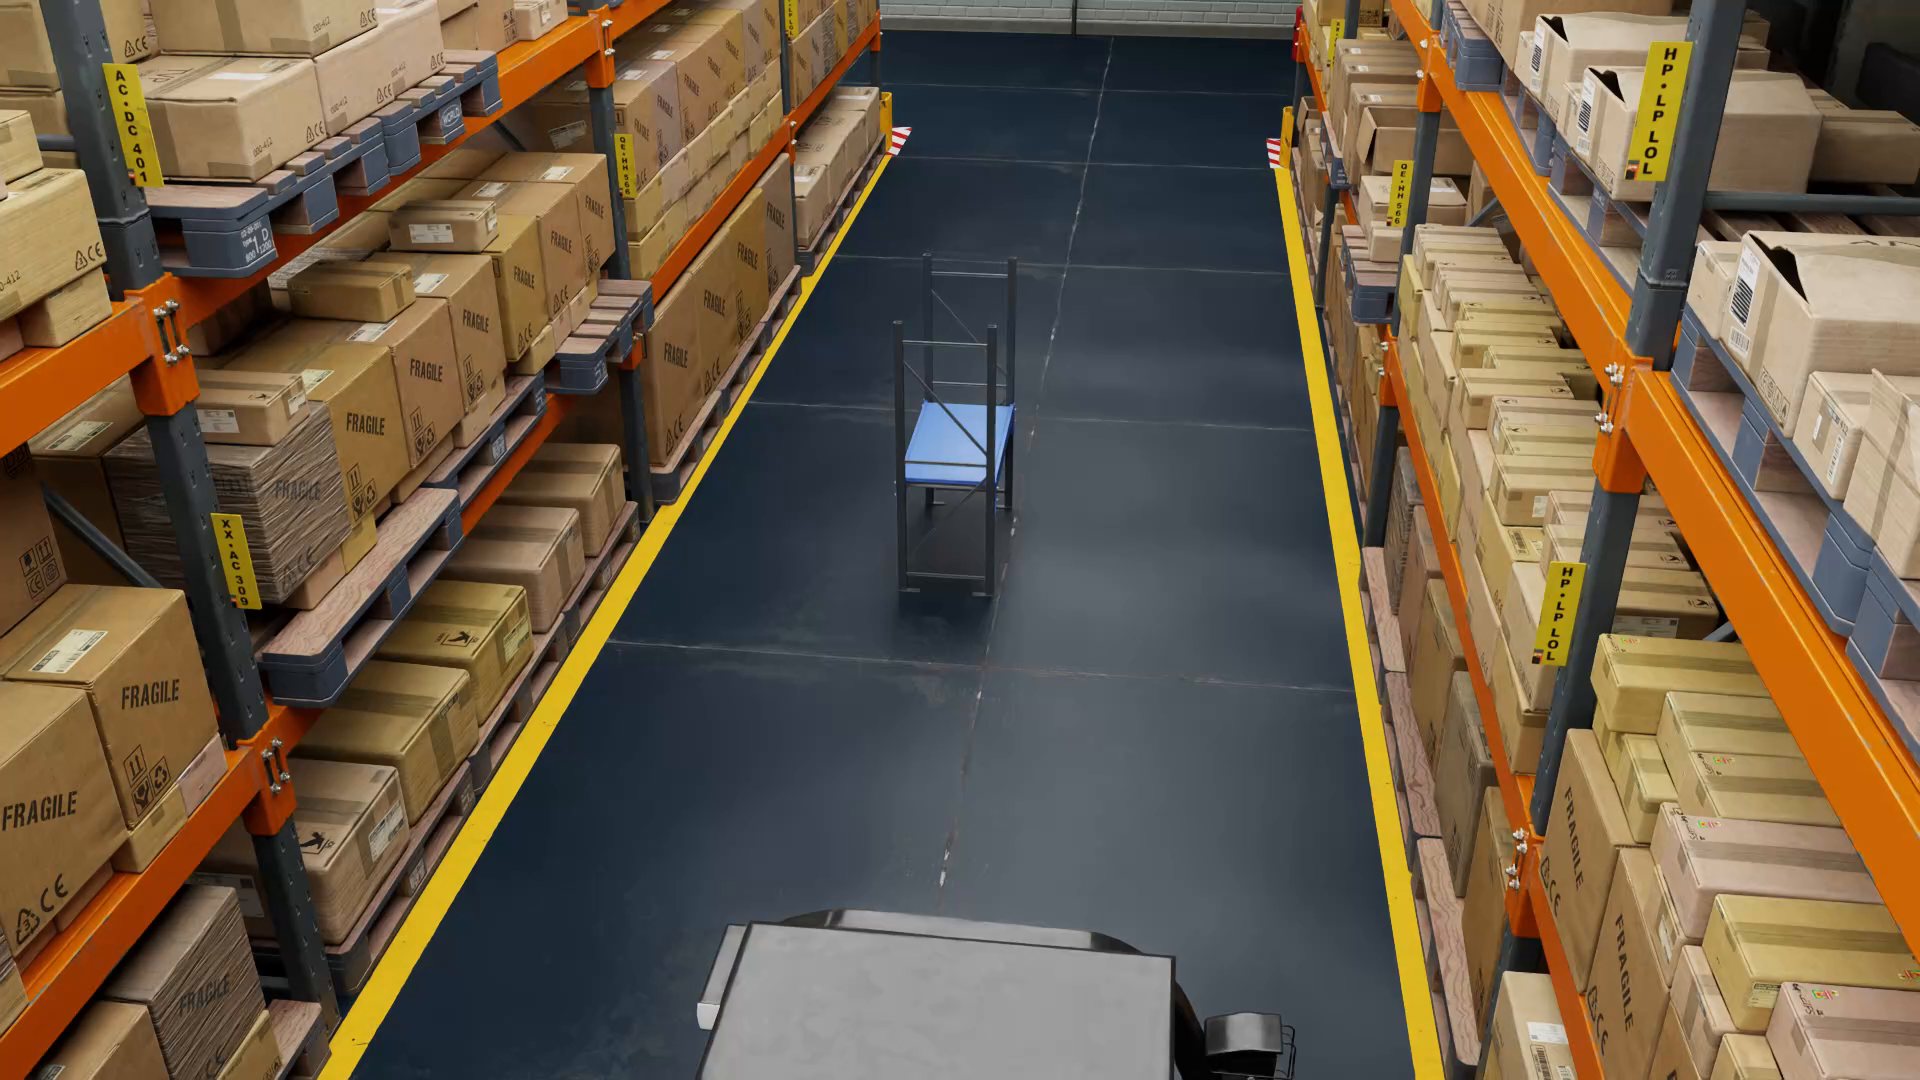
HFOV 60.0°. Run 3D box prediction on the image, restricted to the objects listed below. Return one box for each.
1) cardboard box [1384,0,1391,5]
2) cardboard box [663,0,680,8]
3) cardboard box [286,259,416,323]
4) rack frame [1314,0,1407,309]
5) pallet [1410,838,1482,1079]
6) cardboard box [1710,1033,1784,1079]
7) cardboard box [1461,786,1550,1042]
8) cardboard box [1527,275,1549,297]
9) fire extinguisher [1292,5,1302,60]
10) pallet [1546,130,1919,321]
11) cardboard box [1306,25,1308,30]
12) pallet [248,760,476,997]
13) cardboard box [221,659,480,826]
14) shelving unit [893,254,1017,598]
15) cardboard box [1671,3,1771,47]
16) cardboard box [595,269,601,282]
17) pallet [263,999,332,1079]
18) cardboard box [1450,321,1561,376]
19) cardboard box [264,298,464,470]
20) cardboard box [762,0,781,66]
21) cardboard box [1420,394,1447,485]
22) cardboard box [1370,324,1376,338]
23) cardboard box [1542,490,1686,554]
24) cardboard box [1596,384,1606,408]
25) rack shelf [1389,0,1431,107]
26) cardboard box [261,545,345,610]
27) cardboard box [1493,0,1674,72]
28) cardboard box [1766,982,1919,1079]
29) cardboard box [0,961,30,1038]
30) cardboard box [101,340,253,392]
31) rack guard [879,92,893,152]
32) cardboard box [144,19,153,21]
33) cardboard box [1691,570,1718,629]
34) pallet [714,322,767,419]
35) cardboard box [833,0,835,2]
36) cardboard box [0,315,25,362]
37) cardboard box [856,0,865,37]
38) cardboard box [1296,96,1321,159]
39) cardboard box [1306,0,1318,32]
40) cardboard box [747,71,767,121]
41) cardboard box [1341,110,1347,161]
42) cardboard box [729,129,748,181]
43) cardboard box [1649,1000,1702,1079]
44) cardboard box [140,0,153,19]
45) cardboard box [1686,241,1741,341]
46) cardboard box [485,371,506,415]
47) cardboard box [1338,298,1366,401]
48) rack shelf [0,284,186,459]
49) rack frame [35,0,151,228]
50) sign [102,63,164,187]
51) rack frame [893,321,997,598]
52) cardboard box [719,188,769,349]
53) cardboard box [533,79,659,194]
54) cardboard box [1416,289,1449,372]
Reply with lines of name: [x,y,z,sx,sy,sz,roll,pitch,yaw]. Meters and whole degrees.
cardboard box: [3.800,-4.532,14.344,0.500,0.250,0.500,3,29,6]
cardboard box: [-2.134,-3.398,11.236,0.500,0.500,0.500,3,28,6]
cardboard box: [-2.300,-0.943,6.293,0.380,0.149,0.250,5,29,9]
rack frame: [3.167,-3.059,11.765,1.000,3.000,0.127,3,28,6]
pallet: [2.239,1.585,6.085,1.003,0.211,1.213,3,28,6]
cardboard box: [1.702,1.113,3.232,0.380,0.149,0.250,2,28,5]
cardboard box: [2.240,1.321,5.696,0.875,0.625,0.625,5,29,8]
cardboard box: [2.898,-1.103,7.765,0.500,0.250,0.500,4,29,7]
fire extinguisher: [3.217,-4.840,15.545,0.296,0.674,0.183,3,28,6]
pallet: [2.282,-0.945,4.881,0.805,0.209,1.217,2,28,4]
cardboard box: [3.345,-4.692,15.062,0.380,0.149,0.250,3,28,6]
pallet: [-2.646,1.281,6.649,1.003,0.211,1.213,3,28,6]
cardboard box: [-2.593,0.806,6.918,0.950,0.372,0.625,5,29,9]
shelving unit: [-0.010,-0.620,8.820,0.538,1.500,1.048,3,28,6]
cardboard box: [2.690,-1.836,6.031,0.380,0.166,0.250,3,28,6]
cardboard box: [-2.056,-1.369,8.451,0.380,0.149,0.250,4,29,8]
pallet: [-2.787,1.966,5.378,1.003,0.211,1.213,3,28,6]
cardboard box: [2.198,-0.765,6.717,0.380,0.149,0.250,4,29,7]
cardboard box: [-2.263,-0.611,6.361,0.500,0.500,0.500,3,28,6]
cardboard box: [-1.565,-3.605,11.619,0.500,0.500,0.500,4,29,8]
cardboard box: [2.258,-0.436,7.055,0.500,0.250,0.500,2,28,5]
cardboard box: [2.673,-1.284,9.979,0.380,0.149,0.250,3,28,5]
cardboard box: [2.104,-0.031,5.356,0.380,0.149,0.250,3,28,6]
cardboard box: [2.669,-0.617,6.443,0.380,0.149,0.250,4,29,8]
rack shelf: [2.922,-3.121,9.477,1.077,0.370,4.000,3,28,6]
cardboard box: [-2.358,0.104,5.716,0.380,0.149,0.250,4,29,7]
cardboard box: [2.222,-1.964,5.916,0.500,0.500,0.500,4,29,7]
cardboard box: [1.774,0.990,3.147,0.380,0.149,0.250,3,28,6]
cardboard box: [-2.598,1.178,4.165,0.380,0.149,0.250,3,28,5]
cardboard box: [-2.851,-0.404,5.975,0.500,0.500,0.500,4,29,6]
rack guard: [-1.266,-4.139,16.406,1.175,0.500,0.348,3,28,6]
cardboard box: [-2.681,-1.780,5.945,0.500,0.250,0.500,4,29,7]
cardboard box: [2.504,0.329,5.108,0.500,0.250,0.500,3,28,5]
pallet: [-1.926,-1.175,11.208,1.003,0.211,1.213,3,28,6]
cardboard box: [-1.254,-4.755,13.754,0.500,0.500,0.500,3,28,6]
cardboard box: [-2.594,-0.510,4.136,0.380,0.149,0.250,4,29,7]
cardboard box: [-1.142,-4.795,14.882,0.500,0.500,0.500,3,28,5]
cardboard box: [3.488,-3.745,15.228,0.797,0.503,0.637,2,28,4]
cardboard box: [3.273,-4.571,14.417,0.500,0.250,0.500,4,29,7]
cardboard box: [-1.626,-3.042,11.366,0.500,0.250,0.500,4,29,7]
cardboard box: [2.616,-2.553,10.525,0.396,0.266,0.258,5,29,9]
cardboard box: [-1.708,-2.578,11.030,0.500,0.250,0.500,3,28,5]
cardboard box: [1.765,1.341,3.493,0.500,0.500,0.500,3,28,6]
cardboard box: [-2.692,-2.001,5.828,0.500,0.250,0.500,4,29,7]
cardboard box: [1.831,-0.538,3.641,0.380,0.149,0.250,4,29,7]
cardboard box: [-2.167,-0.635,7.088,0.380,0.149,0.250,2,28,5]
cardboard box: [2.694,-1.199,10.506,0.500,0.500,0.500,2,28,4]
rack shelf: [-2.985,0.358,3.019,1.077,0.370,4.000,3,28,6]
rack frame: [-2.740,-2.221,3.885,1.000,3.000,0.127,3,28,6]
sign: [-2.200,-1.100,4.422,0.100,0.325,0.005,3,28,6]
rack frame: [-0.073,-0.381,8.376,0.500,1.500,0.032,3,28,6]
cardboard box: [-1.859,-1.873,11.361,0.875,0.875,0.875,4,29,8]
cardboard box: [-1.946,-2.165,8.946,0.500,0.500,0.500,2,28,5]
cardboard box: [2.318,-0.900,7.389,0.500,0.250,0.500,4,29,8]
